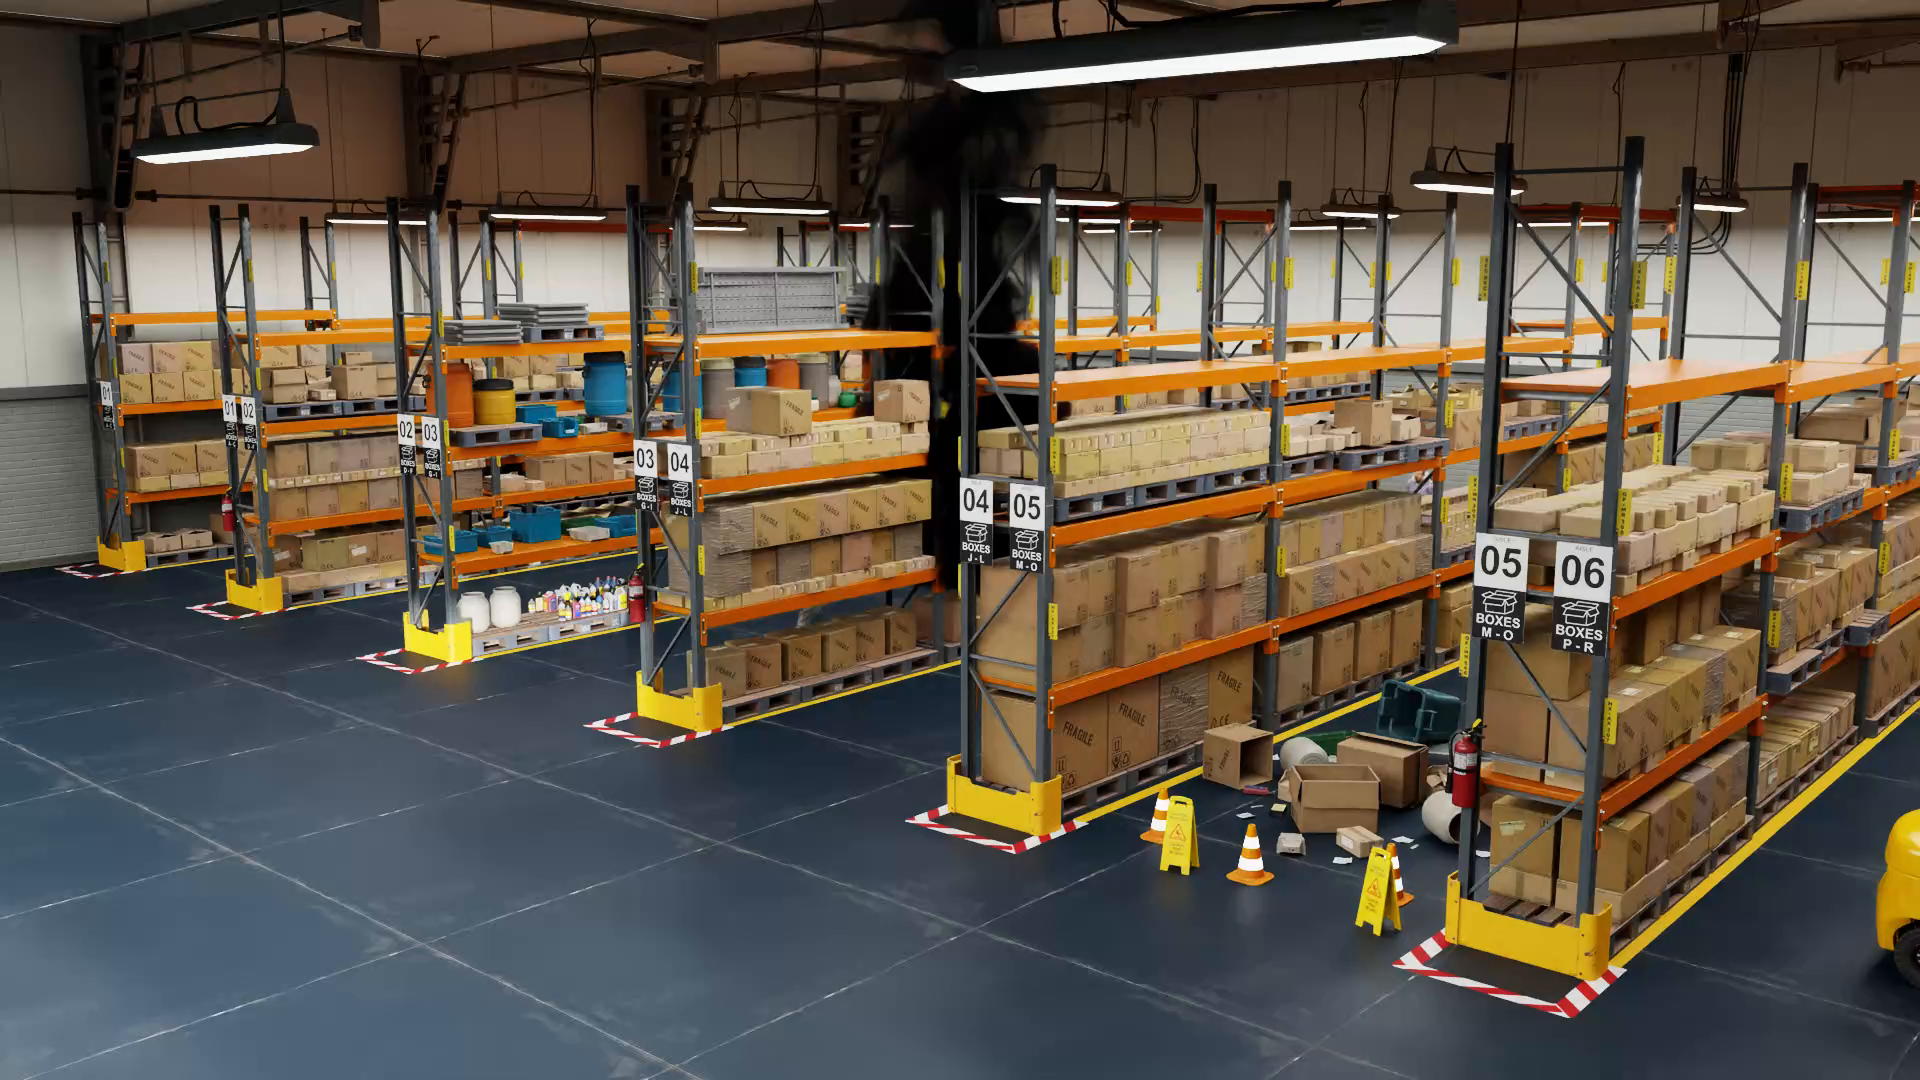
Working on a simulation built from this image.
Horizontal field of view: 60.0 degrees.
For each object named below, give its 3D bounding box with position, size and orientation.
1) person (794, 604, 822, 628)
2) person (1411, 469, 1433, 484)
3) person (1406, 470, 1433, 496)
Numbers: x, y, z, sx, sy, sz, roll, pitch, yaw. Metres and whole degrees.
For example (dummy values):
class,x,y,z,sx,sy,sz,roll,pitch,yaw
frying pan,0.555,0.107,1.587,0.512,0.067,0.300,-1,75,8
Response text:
class,x,y,z,sx,sy,sz,roll,pitch,yaw
person,-2.006,0.342,22.162,0.702,1.767,0.804,5,11,29
person,8.470,-0.661,30.381,0.605,1.667,0.625,-2,10,-13
person,7.989,-0.408,28.921,0.602,1.705,0.696,5,11,29
